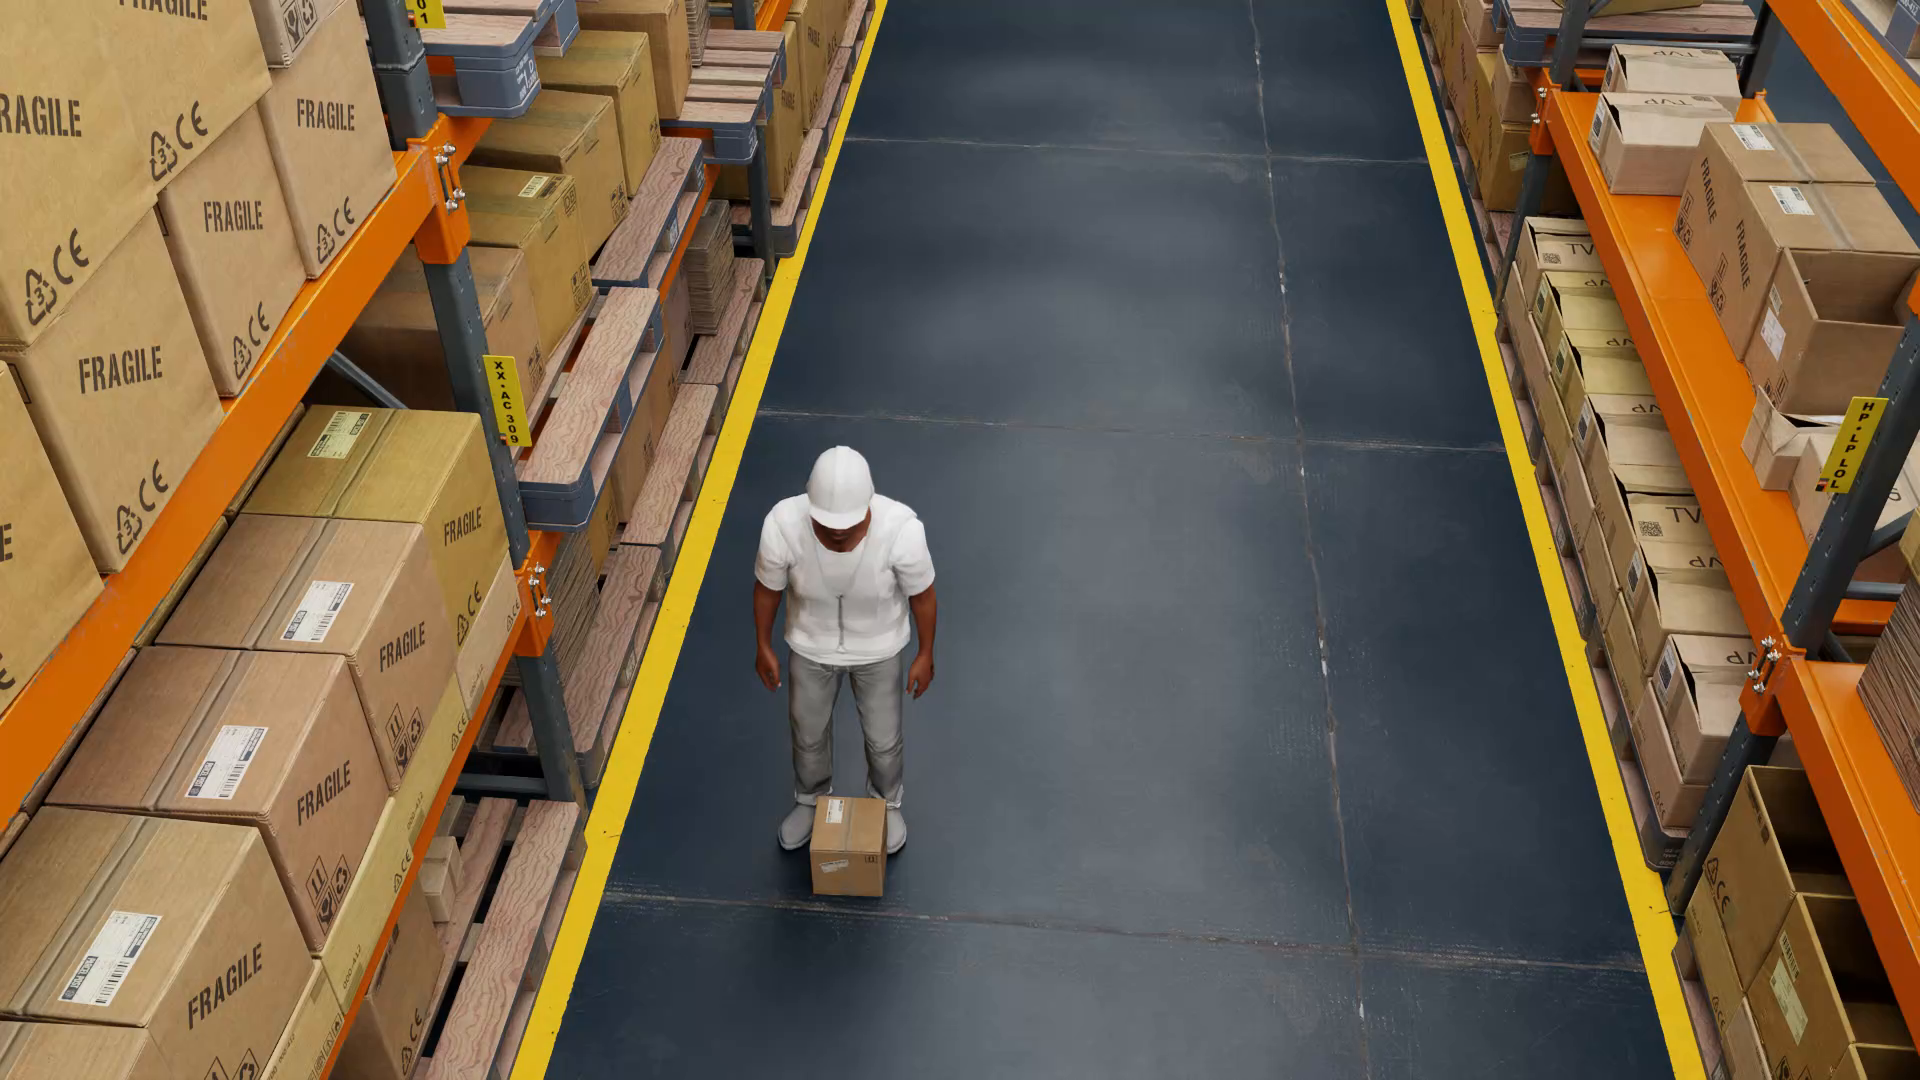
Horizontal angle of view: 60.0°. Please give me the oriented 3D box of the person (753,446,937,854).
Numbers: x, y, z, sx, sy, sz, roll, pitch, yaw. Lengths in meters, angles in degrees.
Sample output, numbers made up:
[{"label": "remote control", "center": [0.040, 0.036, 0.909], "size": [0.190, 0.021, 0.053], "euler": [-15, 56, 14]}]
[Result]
[{"label": "person", "center": [-0.393, 0.377, 5.690], "size": [0.627, 1.761, 0.458], "euler": [2, 40, 2]}]
